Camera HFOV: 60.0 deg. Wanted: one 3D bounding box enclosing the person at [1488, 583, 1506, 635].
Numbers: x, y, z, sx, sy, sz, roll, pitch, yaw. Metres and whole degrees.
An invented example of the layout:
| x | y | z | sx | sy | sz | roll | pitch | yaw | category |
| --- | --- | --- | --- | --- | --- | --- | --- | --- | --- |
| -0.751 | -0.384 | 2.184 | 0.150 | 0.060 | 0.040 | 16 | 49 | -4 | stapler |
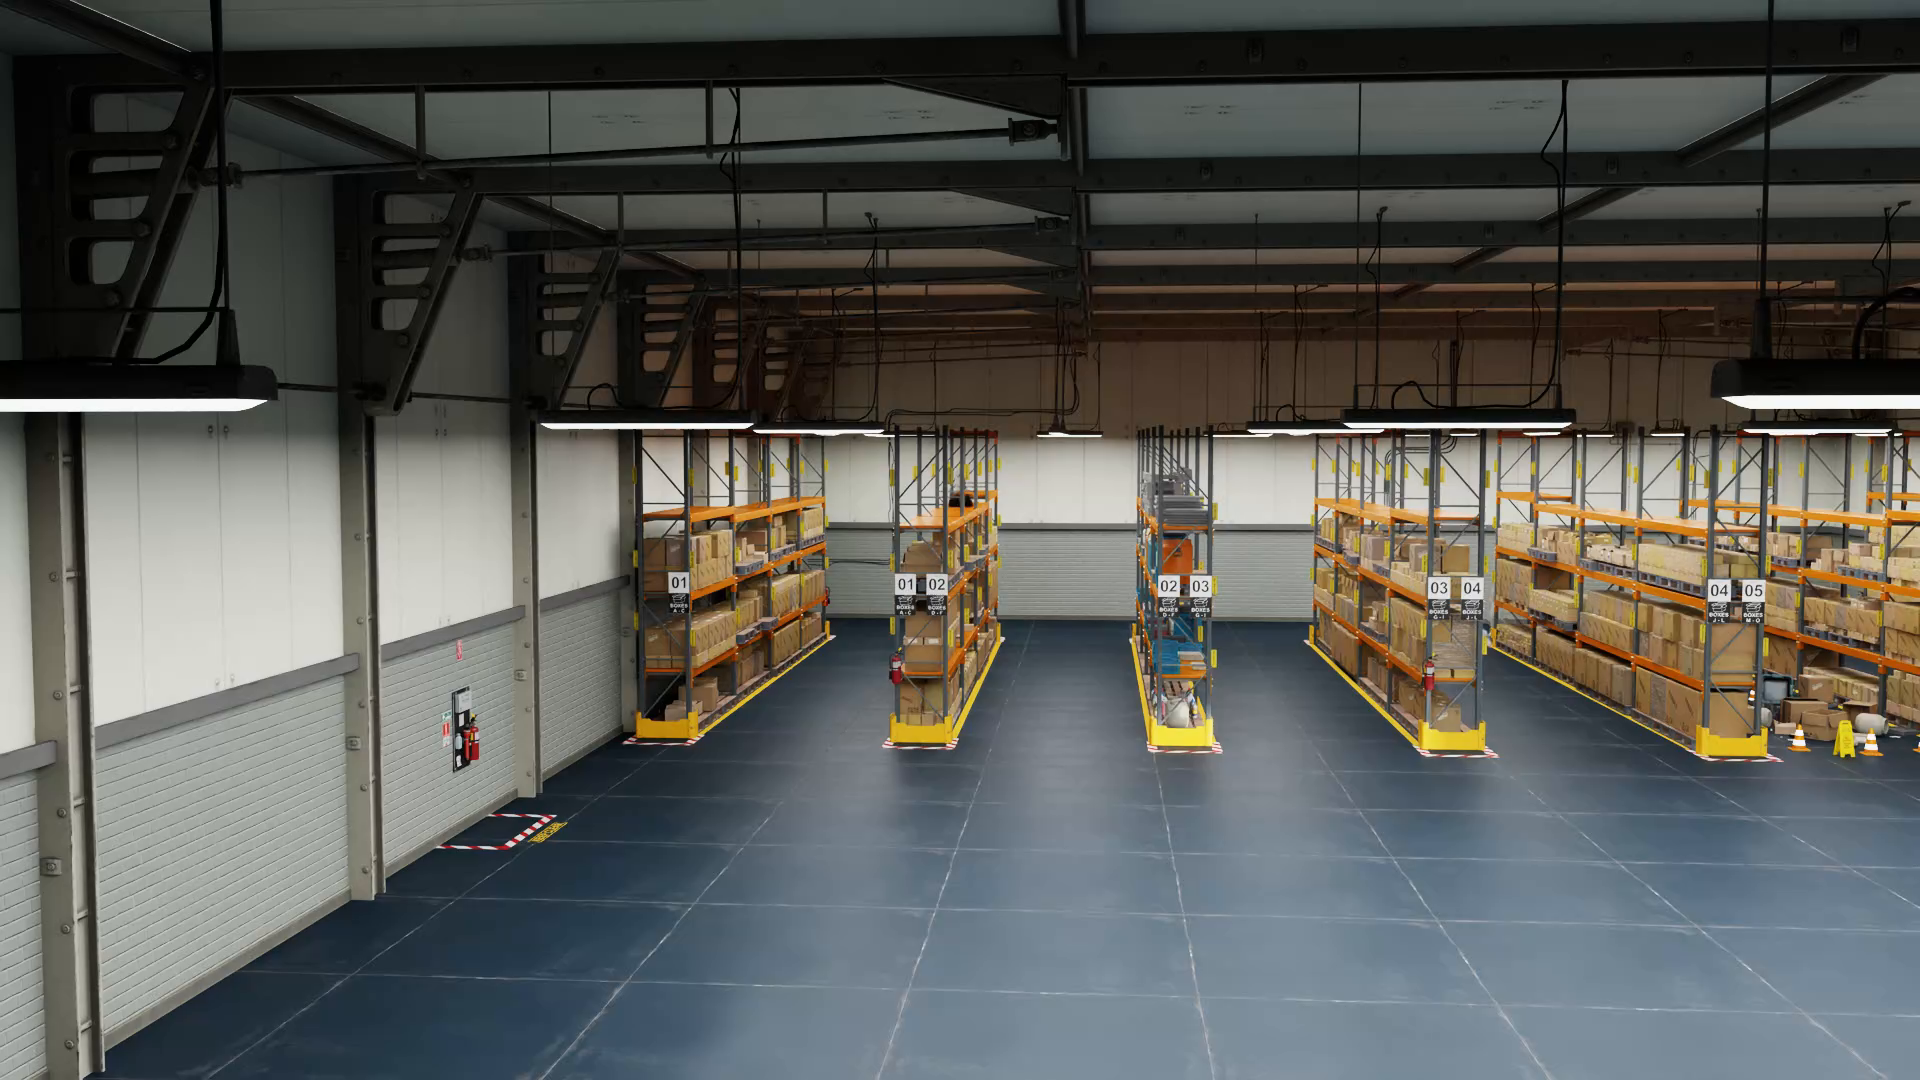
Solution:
| x | y | z | sx | sy | sz | roll | pitch | yaw | category |
| --- | --- | --- | --- | --- | --- | --- | --- | --- | --- |
| 15.864 | 1.958 | 48.994 | 0.794 | 1.680 | 0.581 | -3 | 4 | -39 | person |

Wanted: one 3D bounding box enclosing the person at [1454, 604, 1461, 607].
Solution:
| x | y | z | sx | sy | sz | roll | pitch | yaw | category |
| --- | --- | --- | --- | --- | --- | --- | --- | --- | --- |
| 13.470 | 2.209 | 44.647 | 0.700 | 1.721 | 0.825 | 0 | 3 | 2 | person |

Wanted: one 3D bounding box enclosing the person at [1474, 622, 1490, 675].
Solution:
| x | y | z | sx | sy | sz | roll | pitch | yaw | category |
| --- | --- | --- | --- | --- | --- | --- | --- | --- | --- |
| 12.173 | 2.622 | 39.275 | 0.611 | 1.522 | 1.031 | 1 | 3 | 9 | person |
